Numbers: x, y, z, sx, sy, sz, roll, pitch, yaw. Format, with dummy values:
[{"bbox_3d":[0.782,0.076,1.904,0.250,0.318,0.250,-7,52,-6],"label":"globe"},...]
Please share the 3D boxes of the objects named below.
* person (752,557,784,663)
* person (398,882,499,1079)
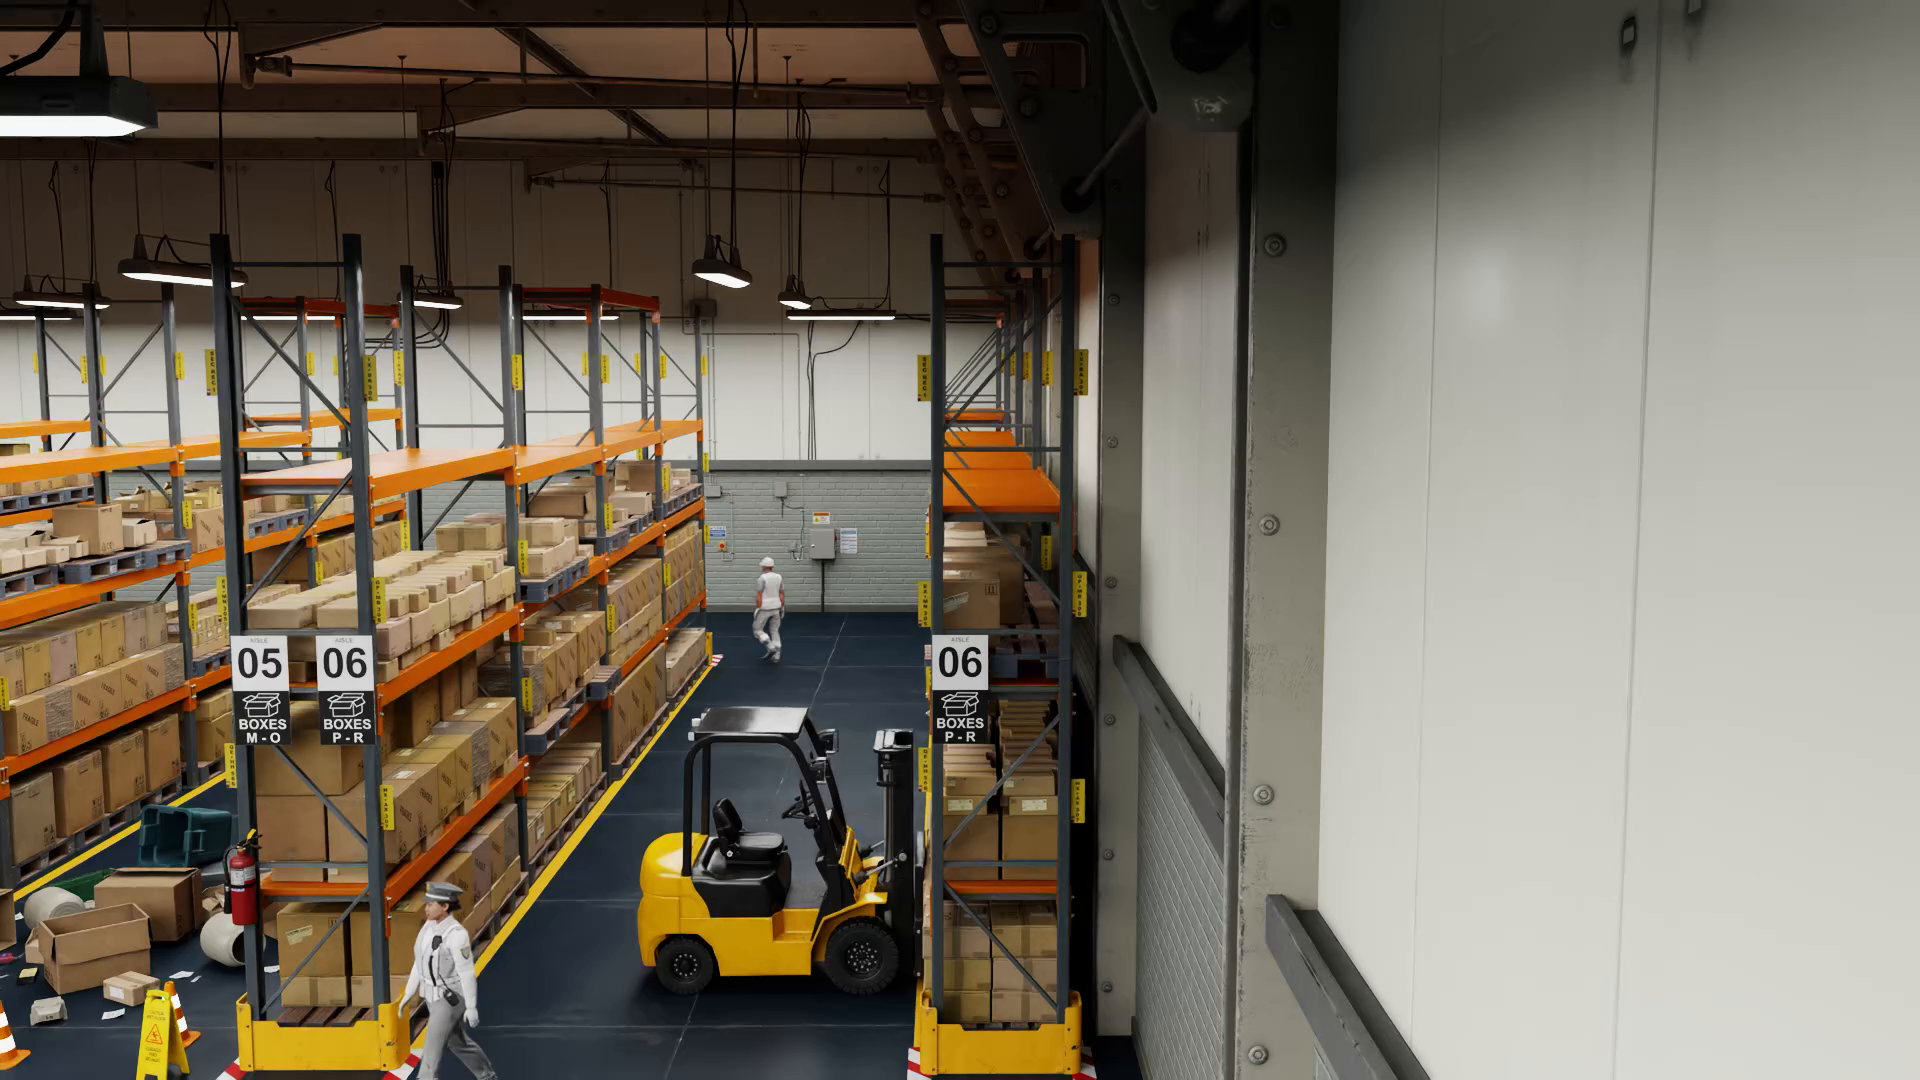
[{"bbox_3d":[-3.190,1.186,27.964,0.611,1.785,0.537,-6,9,-42],"label":"person"},{"bbox_3d":[-3.553,3.108,11.222,0.988,1.634,0.530,-5,8,-39],"label":"person"}]
